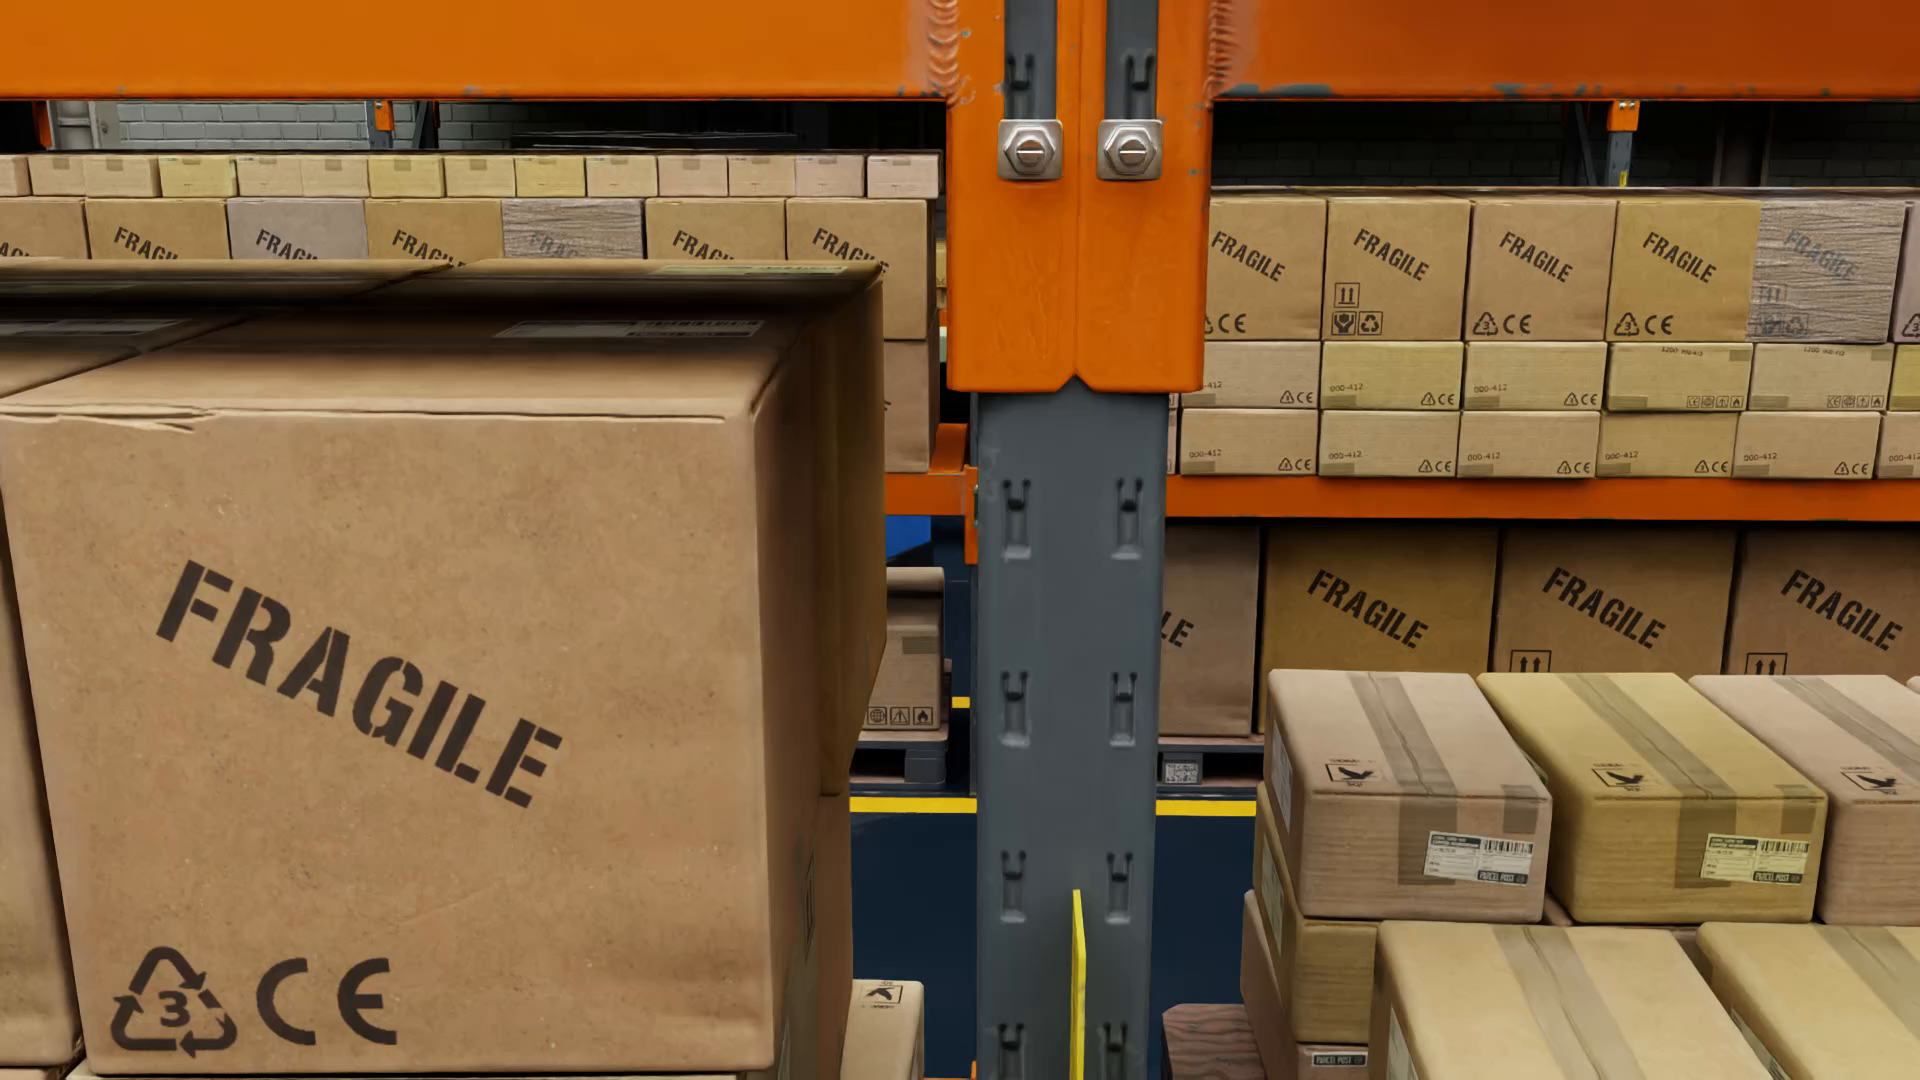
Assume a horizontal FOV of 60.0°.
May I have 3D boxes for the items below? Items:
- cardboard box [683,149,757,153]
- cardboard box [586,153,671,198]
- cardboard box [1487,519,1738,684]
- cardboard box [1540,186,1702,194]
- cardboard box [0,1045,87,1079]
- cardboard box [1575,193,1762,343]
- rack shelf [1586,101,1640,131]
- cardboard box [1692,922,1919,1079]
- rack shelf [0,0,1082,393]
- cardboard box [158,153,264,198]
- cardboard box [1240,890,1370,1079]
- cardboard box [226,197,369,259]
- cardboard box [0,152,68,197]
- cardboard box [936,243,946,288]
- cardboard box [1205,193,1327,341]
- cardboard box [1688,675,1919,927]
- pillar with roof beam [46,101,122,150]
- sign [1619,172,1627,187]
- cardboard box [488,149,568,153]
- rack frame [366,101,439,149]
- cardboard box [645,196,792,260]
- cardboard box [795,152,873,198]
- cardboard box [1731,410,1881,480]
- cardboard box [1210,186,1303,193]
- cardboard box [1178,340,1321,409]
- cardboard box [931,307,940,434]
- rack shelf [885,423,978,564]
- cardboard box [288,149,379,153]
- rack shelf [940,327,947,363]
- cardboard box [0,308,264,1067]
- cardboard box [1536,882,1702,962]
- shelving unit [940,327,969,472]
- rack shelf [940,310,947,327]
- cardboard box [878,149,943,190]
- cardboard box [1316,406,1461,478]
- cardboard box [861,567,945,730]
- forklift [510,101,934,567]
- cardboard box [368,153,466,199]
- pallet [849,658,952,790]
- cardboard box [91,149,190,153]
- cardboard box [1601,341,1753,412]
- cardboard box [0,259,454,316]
[{"bbox_3d":[-0.956,-1.485,6.662,0.250,0.149,0.380,0,15,1],"label":"cardboard box"},{"bbox_3d":[-1.217,-1.355,6.169,0.250,0.149,0.380,0,15,1],"label":"cardboard box"},{"bbox_3d":[2.532,0.252,6.847,0.875,0.875,0.875,1,15,2],"label":"cardboard box"},{"bbox_3d":[2.612,-1.145,6.645,0.500,0.500,0.500,1,15,3],"label":"cardboard box"},{"bbox_3d":[-0.922,0.570,1.520,0.500,0.500,0.500,0,15,0],"label":"cardboard box"},{"bbox_3d":[2.579,-1.014,6.149,0.500,0.500,0.500,0,15,1],"label":"cardboard box"},{"bbox_3d":[6.234,-2.895,10.964,4.000,0.370,1.077,0,15,1],"label":"rack shelf"},{"bbox_3d":[0.749,0.448,1.265,0.250,0.149,0.380,1,15,3],"label":"cardboard box"},{"bbox_3d":[-1.911,-0.418,1.576,4.000,0.370,1.077,0,15,1],"label":"rack shelf"},{"bbox_3d":[-2.753,-1.353,6.160,0.250,0.149,0.380,0,15,0],"label":"cardboard box"},{"bbox_3d":[0.490,0.568,1.978,0.250,0.149,0.380,0,15,0],"label":"cardboard box"},{"bbox_3d":[-2.381,-1.045,6.265,0.500,0.500,0.500,0,15,1],"label":"cardboard box"},{"bbox_3d":[-3.538,-1.364,6.204,0.250,0.149,0.380,1,15,3],"label":"cardboard box"},{"bbox_3d":[-0.279,-1.844,11.161,0.500,0.250,0.500,1,15,3],"label":"cardboard box"},{"bbox_3d":[1.055,-1.025,6.190,0.500,0.500,0.500,0,15,1],"label":"cardboard box"},{"bbox_3d":[1.021,0.284,1.885,0.250,0.149,0.380,0,15,0],"label":"cardboard box"},{"bbox_3d":[-6.545,-3.908,7.513,0.400,9.000,9.100,0,15,1],"label":"pillar with roof beam"},{"bbox_3d":[4.231,-2.189,10.642,0.005,0.325,0.100,0,15,1],"label":"sign"},{"bbox_3d":[-1.718,-1.494,6.696,0.250,0.149,0.380,0,15,2],"label":"cardboard box"},{"bbox_3d":[-3.762,-1.858,11.502,0.127,3.000,1.000,0,15,1],"label":"rack frame"},{"bbox_3d":[-0.872,-1.036,6.230,0.500,0.500,0.500,0,15,1],"label":"cardboard box"},{"bbox_3d":[-0.464,-1.362,6.193,0.250,0.149,0.380,1,15,3],"label":"cardboard box"},{"bbox_3d":[3.089,-0.404,6.284,0.500,0.250,0.500,1,15,2],"label":"cardboard box"},{"bbox_3d":[1.084,-1.157,6.691,0.500,0.500,0.500,1,15,3],"label":"cardboard box"},{"bbox_3d":[1.068,-0.664,6.291,0.500,0.250,0.500,1,15,2],"label":"cardboard box"},{"bbox_3d":[-0.349,-0.684,6.857,0.500,0.500,0.500,1,15,3],"label":"cardboard box"},{"bbox_3d":[-1.886,-0.231,6.746,4.000,0.370,1.077,0,15,1],"label":"rack shelf"},{"bbox_3d":[-2.497,-1.478,6.636,0.250,0.149,0.380,0,15,1],"label":"cardboard box"},{"bbox_3d":[0.007,-1.102,10.049,0.720,0.370,0.431,0,15,1],"label":"rack shelf"},{"bbox_3d":[-0.906,0.085,1.397,0.500,0.500,0.500,0,15,0],"label":"cardboard box"},{"bbox_3d":[0.754,0.425,1.934,0.250,0.149,0.380,0,15,2],"label":"cardboard box"},{"bbox_3d":[0.007,-0.725,10.149,0.755,1.500,0.431,0,15,1],"label":"shelving unit"},{"bbox_3d":[-1.763,-1.497,11.544,4.000,0.370,1.077,0,15,1],"label":"rack shelf"},{"bbox_3d":[-0.196,-1.480,6.640,0.250,0.149,0.380,0,15,1],"label":"cardboard box"},{"bbox_3d":[1.576,-0.413,6.319,0.500,0.250,0.500,0,15,1],"label":"cardboard box"},{"bbox_3d":[-0.512,0.438,6.997,0.875,0.438,0.875,0,15,1],"label":"cardboard box"},{"bbox_3d":[-1.362,-0.874,7.906,1.130,2.935,3.031,9,17,31],"label":"forklift"},{"bbox_3d":[-1.988,-1.344,6.125,0.250,0.149,0.380,0,15,0],"label":"cardboard box"},{"bbox_3d":[-0.645,0.758,7.055,1.213,0.211,1.003,0,15,1],"label":"pallet"},{"bbox_3d":[-3.267,-1.491,6.682,0.250,0.149,0.380,1,15,2],"label":"cardboard box"},{"bbox_3d":[2.596,-0.648,6.230,0.500,0.250,0.500,0,15,0],"label":"cardboard box"},{"bbox_3d":[-0.876,-0.043,1.884,0.500,0.500,0.500,0,15,0],"label":"cardboard box"}]
